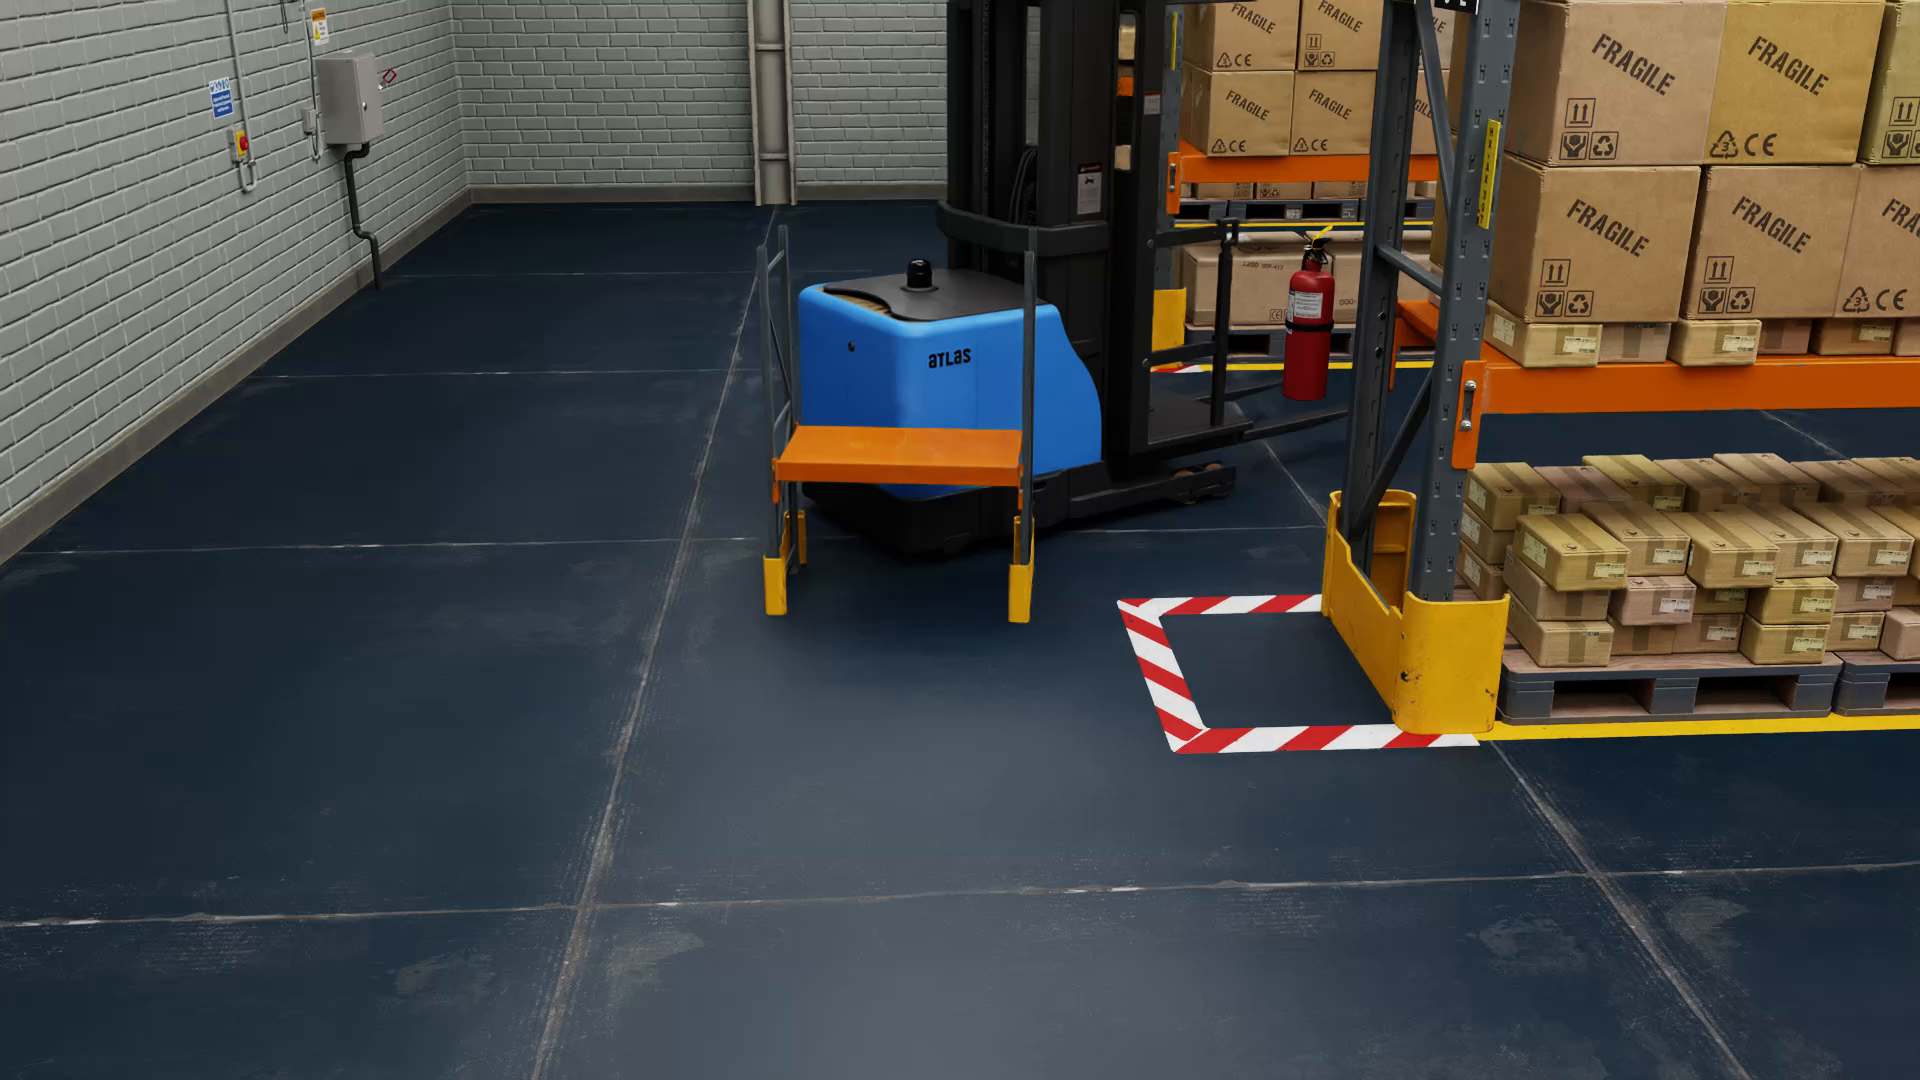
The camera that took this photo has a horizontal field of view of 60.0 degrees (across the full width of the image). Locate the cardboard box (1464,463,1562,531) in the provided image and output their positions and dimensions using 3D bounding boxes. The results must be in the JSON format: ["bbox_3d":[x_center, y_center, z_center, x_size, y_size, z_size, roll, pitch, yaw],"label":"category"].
[{"bbox_3d":[2.127,-0.170,6.432,0.250,0.149,0.380,-1,21,-2],"label":"cardboard box"}]

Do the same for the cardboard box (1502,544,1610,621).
[{"bbox_3d":[2.151,0.150,6.008,0.250,0.149,0.380,0,21,-1],"label":"cardboard box"}]

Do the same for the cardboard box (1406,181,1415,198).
[{"bbox_3d":[4.040,-3.324,15.387,0.258,0.266,0.396,0,21,-1],"label":"cardboard box"}]

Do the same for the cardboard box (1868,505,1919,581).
[{"bbox_3d":[3.468,0.007,5.967,0.250,0.149,0.380,-1,21,-2],"label":"cardboard box"}]

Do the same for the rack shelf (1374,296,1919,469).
[{"bbox_3d":[3.610,-0.632,6.075,4.000,0.370,1.077,-1,21,-3],"label":"rack shelf"}]

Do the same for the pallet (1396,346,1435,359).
[{"bbox_3d":[3.238,-1.448,11.128,1.213,0.211,1.003,-1,21,-3],"label":"pallet"}]

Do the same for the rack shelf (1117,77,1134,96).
[{"bbox_3d":[2.939,-4.151,15.319,4.000,0.370,1.077,-1,21,-3],"label":"rack shelf"}]

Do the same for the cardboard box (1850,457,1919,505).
[{"bbox_3d":[3.689,-0.194,6.496,0.250,0.149,0.380,-1,21,-3],"label":"cardboard box"}]

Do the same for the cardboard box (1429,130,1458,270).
[{"bbox_3d":[2.047,-1.213,6.034,0.500,0.500,0.500,-1,21,-2],"label":"cardboard box"}]

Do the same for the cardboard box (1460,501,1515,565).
[{"bbox_3d":[2.124,-0.042,6.514,0.250,0.149,0.380,-2,21,-5],"label":"cardboard box"}]

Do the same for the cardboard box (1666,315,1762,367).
[{"bbox_3d":[2.478,-0.706,5.613,0.250,0.149,0.380,-2,21,-5],"label":"cardboard box"}]

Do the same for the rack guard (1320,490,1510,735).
[{"bbox_3d":[1.689,0.240,6.289,0.348,0.500,1.175,-1,21,-3],"label":"rack guard"}]

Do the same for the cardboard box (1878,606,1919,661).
[{"bbox_3d":[3.423,0.291,6.058,0.250,0.149,0.380,-2,21,-6],"label":"cardboard box"}]

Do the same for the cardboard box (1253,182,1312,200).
[{"bbox_3d":[2.948,-3.432,15.343,0.500,0.500,0.500,-1,21,-2],"label":"cardboard box"}]

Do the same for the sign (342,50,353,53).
[{"bbox_3d":[-4.608,-3.437,12.565,0.001,0.494,0.329,-1,21,-3],"label":"sign"}]

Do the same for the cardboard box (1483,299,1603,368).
[{"bbox_3d":[1.955,-0.700,5.597,0.250,0.149,0.380,-1,21,-3],"label":"cardboard box"}]

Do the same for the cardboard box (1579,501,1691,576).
[{"bbox_3d":[2.424,-0.007,6.005,0.250,0.149,0.380,-1,21,-2],"label":"cardboard box"}]

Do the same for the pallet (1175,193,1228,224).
[{"bbox_3d":[1.814,-3.161,15.628,1.213,0.211,1.003,-1,21,-3],"label":"pallet"}]

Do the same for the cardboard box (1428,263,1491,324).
[{"bbox_3d":[1.922,-0.917,6.166,0.250,0.149,0.380,-1,21,-3],"label":"cardboard box"}]

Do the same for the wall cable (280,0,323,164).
[{"bbox_3d":[-4.491,-3.539,11.273,0.122,1.984,0.588,-1,21,-3],"label":"wall cable"}]

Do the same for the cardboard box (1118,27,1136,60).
[{"bbox_3d":[1.411,-4.429,14.831,0.500,0.250,0.500,-1,21,-3],"label":"cardboard box"}]

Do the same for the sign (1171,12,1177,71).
[{"bbox_3d":[1.255,-2.928,9.767,0.005,0.325,0.100,-1,21,-3],"label":"sign"}]

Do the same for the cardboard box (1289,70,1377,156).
[{"bbox_3d":[2.229,-2.658,10.246,0.500,0.500,0.500,-1,21,-4],"label":"cardboard box"}]

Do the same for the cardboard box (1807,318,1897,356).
[{"bbox_3d":[3.002,-0.757,5.746,0.250,0.149,0.380,-1,21,-4],"label":"cardboard box"}]

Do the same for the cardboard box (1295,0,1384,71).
[{"bbox_3d":[2.240,-3.119,10.052,0.500,0.500,0.500,-2,21,-5],"label":"cardboard box"}]

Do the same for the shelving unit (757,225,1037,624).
[{"bbox_3d":[-0.240,-0.481,6.775,1.083,1.500,0.587,2,21,4],"label":"shelving unit"}]

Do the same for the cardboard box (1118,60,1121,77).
[{"bbox_3d":[1.286,-4.238,14.891,0.250,0.149,0.380,-1,21,-3],"label":"cardboard box"}]

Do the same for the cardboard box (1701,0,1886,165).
[{"bbox_3d":[2.580,-1.507,5.401,0.500,0.500,0.500,-1,21,-1],"label":"cardboard box"}]

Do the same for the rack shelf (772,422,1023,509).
[{"bbox_3d":[-0.231,-0.312,6.839,1.000,0.185,0.538,2,21,4],"label":"rack shelf"}]

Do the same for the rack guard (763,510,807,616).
[{"bbox_3d":[-0.736,0.090,7.032,0.087,0.250,0.587,2,21,4],"label":"rack guard"}]

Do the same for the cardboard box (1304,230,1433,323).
[{"bbox_3d":[2.796,-1.753,11.020,0.875,0.438,0.875,-1,21,-2],"label":"cardboard box"}]

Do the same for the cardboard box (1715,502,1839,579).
[{"bbox_3d":[2.926,-0.001,5.989,0.250,0.149,0.380,-2,21,-6],"label":"cardboard box"}]

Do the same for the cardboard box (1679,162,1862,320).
[{"bbox_3d":[2.610,-1.044,5.588,0.500,0.500,0.500,-1,21,-3],"label":"cardboard box"}]

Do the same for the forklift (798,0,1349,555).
[{"bbox_3d":[0.752,-1.684,7.926,3.031,2.935,1.130,-13,24,-31],"label":"forklift"}]

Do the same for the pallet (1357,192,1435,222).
[{"bbox_3d":[4.250,-3.211,15.759,1.213,0.211,1.003,-1,21,-3],"label":"pallet"}]

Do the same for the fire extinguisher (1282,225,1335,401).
[{"bbox_3d":[1.335,-0.876,6.338,0.183,0.674,0.296,-1,21,-3],"label":"fire extinguisher"}]

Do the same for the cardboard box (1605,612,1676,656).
[{"bbox_3d":[2.411,0.278,6.093,0.250,0.149,0.380,-1,21,-3],"label":"cardboard box"}]

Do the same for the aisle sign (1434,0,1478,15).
[{"bbox_3d":[1.557,-2.034,5.094,0.004,0.787,0.394,-1,21,-3],"label":"aisle sign"}]

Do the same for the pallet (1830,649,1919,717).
[{"bbox_3d":[3.717,0.347,6.413,1.213,0.211,1.003,-1,21,-3],"label":"pallet"}]

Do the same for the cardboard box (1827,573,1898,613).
[{"bbox_3d":[3.189,0.123,6.081,0.250,0.149,0.380,-2,21,-6],"label":"cardboard box"}]

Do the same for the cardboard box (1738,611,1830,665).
[{"bbox_3d":[2.920,0.304,6.024,0.250,0.149,0.380,-1,21,-2],"label":"cardboard box"}]

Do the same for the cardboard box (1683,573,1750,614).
[{"bbox_3d":[2.667,0.129,6.066,0.250,0.149,0.380,-1,21,-2],"label":"cardboard box"}]

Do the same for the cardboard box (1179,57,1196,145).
[{"bbox_3d":[1.696,-2.834,10.708,0.500,0.500,0.500,-1,21,-3],"label":"cardboard box"}]

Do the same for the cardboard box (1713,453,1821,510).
[{"bbox_3d":[3.160,-0.213,6.545,0.250,0.149,0.380,0,21,-1],"label":"cardboard box"}]

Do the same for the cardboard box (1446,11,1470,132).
[{"bbox_3d":[2.056,-1.678,5.848,0.500,0.500,0.500,-2,21,-4],"label":"cardboard box"}]

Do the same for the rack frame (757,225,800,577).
[{"bbox_3d":[-0.738,-0.494,6.810,0.032,1.500,0.500,2,21,4],"label":"rack frame"}]

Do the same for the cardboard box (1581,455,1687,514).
[{"bbox_3d":[2.633,-0.205,6.524,0.250,0.149,0.380,-2,21,-4],"label":"cardboard box"}]

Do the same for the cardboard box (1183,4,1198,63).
[{"bbox_3d":[1.697,-3.292,10.506,0.500,0.500,0.500,0,21,-1],"label":"cardboard box"}]

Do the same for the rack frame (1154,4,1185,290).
[{"bbox_3d":[1.230,-2.683,10.454,0.127,3.000,1.000,-1,21,-3],"label":"rack frame"}]

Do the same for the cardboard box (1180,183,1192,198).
[{"bbox_3d":[1.985,-3.284,15.448,0.250,0.149,0.380,-2,21,-5],"label":"cardboard box"}]
